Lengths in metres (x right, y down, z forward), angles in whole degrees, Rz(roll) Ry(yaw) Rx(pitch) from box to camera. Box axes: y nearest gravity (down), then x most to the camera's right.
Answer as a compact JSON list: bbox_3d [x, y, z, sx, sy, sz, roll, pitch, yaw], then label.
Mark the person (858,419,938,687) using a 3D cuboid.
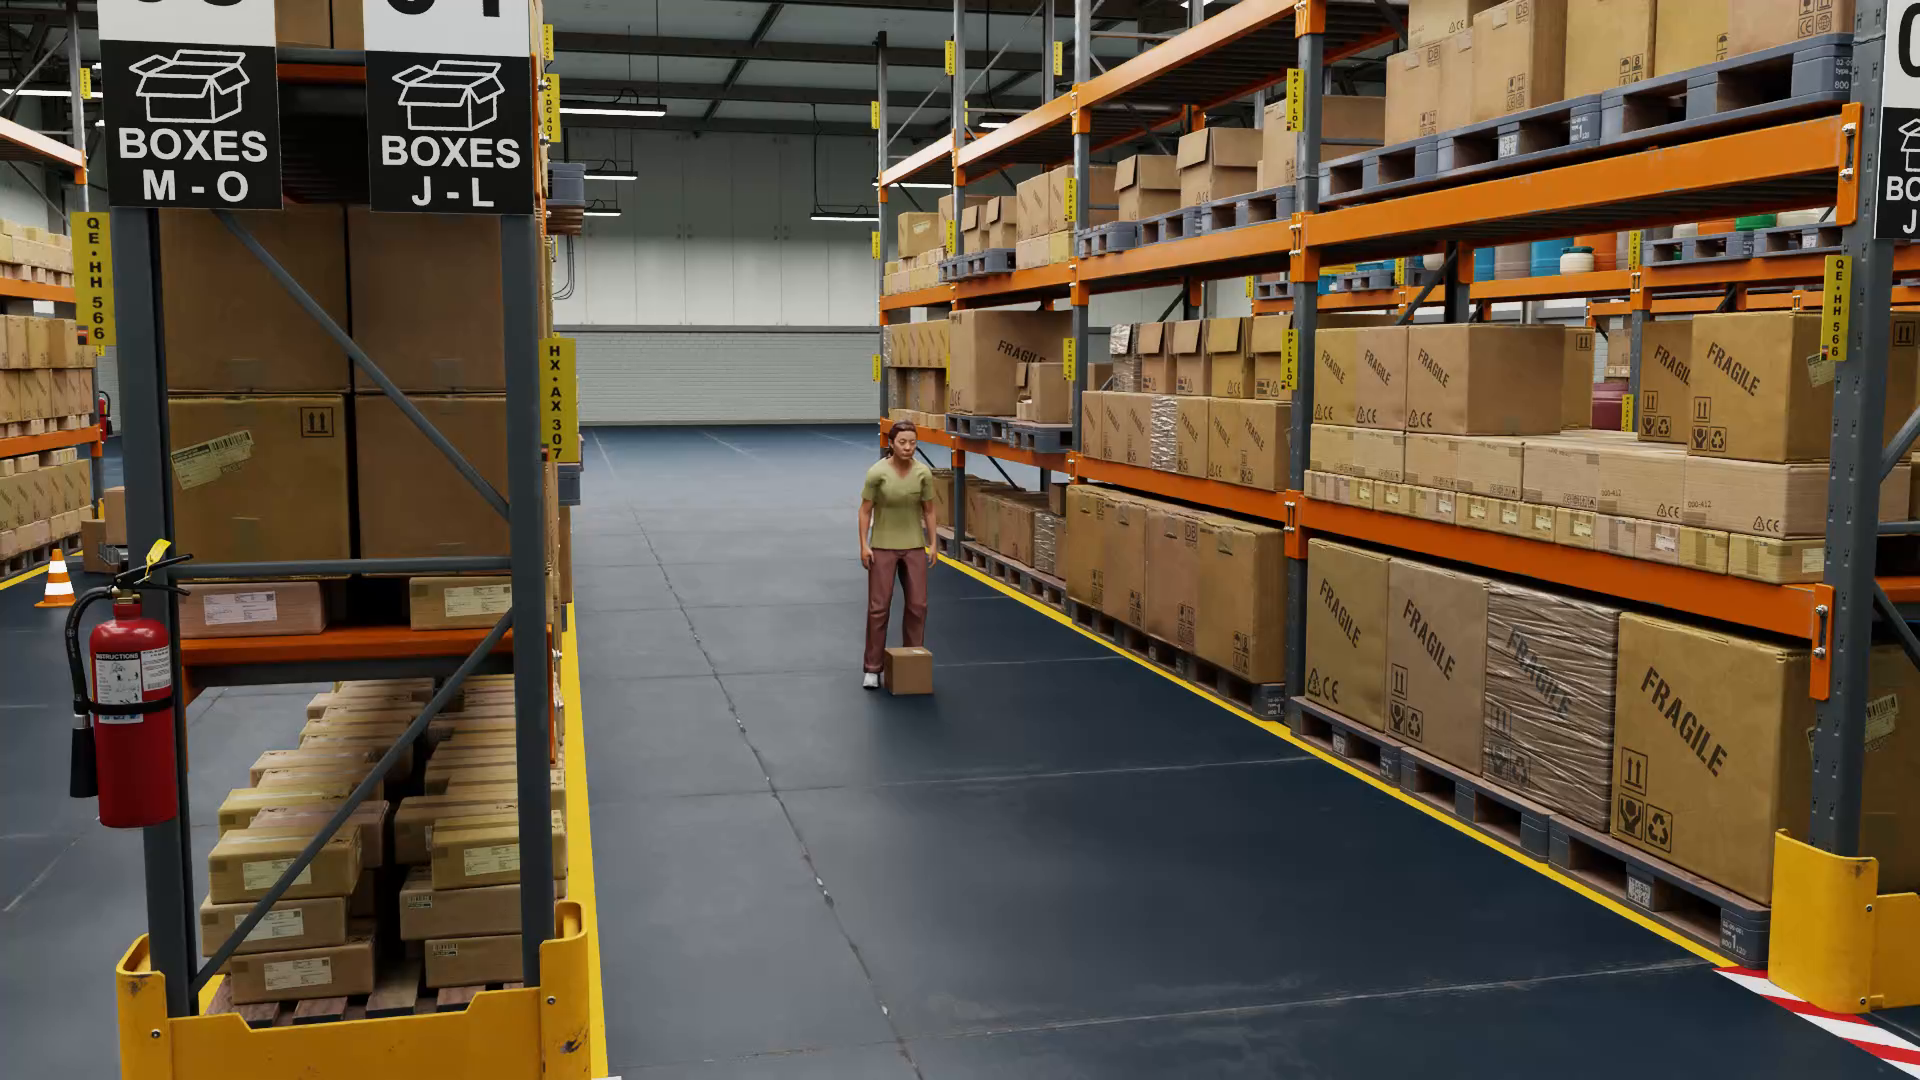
[{"bbox_3d":[-0.382,0.076,10.445,0.513,1.673,0.357,-2,6,-16],"label":"person"}]
